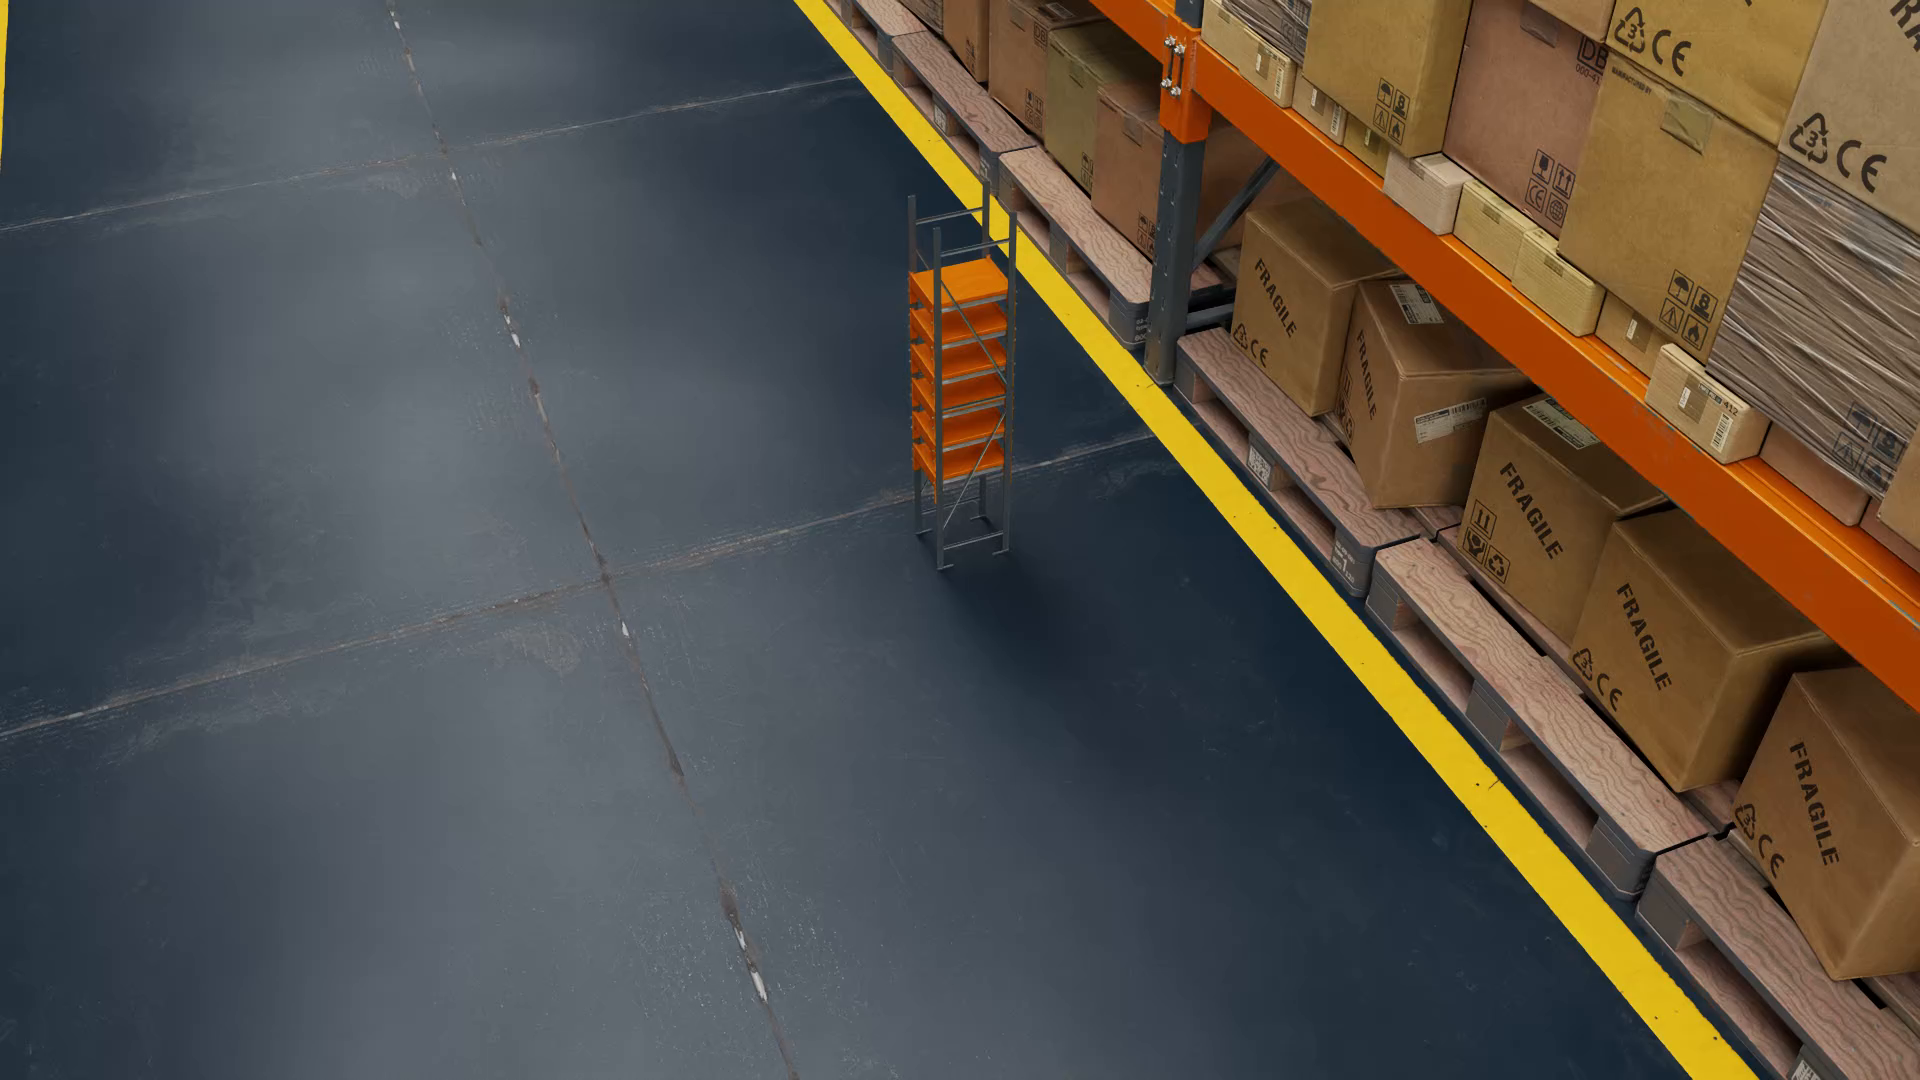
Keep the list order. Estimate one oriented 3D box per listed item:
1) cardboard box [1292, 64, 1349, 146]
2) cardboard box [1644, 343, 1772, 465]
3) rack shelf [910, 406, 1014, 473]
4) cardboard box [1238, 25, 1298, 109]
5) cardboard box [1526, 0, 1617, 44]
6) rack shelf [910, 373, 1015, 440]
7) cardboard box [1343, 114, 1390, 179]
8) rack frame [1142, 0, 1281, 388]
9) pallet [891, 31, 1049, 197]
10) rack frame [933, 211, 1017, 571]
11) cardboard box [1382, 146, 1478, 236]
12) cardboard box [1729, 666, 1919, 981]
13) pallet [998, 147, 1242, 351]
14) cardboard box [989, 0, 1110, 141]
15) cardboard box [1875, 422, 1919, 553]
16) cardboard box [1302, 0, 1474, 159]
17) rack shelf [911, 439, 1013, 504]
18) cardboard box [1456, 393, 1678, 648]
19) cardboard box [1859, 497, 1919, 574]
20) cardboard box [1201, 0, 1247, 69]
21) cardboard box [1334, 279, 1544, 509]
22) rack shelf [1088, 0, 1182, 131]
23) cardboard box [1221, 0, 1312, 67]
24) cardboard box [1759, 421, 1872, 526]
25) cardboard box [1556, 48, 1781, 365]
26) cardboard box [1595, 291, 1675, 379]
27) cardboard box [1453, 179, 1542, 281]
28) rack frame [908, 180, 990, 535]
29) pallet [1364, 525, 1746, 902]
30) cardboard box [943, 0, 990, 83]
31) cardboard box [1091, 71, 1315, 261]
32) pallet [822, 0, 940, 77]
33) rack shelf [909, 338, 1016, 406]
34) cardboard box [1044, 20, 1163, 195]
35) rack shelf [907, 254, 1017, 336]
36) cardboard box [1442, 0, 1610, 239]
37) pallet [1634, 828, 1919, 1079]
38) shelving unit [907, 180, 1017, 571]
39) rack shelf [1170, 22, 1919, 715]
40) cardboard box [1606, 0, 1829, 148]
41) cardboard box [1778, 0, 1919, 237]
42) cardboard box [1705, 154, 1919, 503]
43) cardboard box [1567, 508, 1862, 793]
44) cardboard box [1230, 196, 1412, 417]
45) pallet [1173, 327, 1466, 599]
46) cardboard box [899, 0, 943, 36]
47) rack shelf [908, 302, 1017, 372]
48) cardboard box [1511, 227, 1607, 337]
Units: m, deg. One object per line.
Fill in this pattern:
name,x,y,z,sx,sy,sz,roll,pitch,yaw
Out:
cardboard box,1.149,-1.239,4.582,0.380,0.149,0.250,-15,43,-17
cardboard box,1.700,-0.329,3.524,0.380,0.149,0.250,-15,43,-17
rack shelf,0.006,-0.322,4.956,0.258,0.103,0.180,-15,43,-17
cardboard box,1.028,-1.382,4.750,0.380,0.149,0.250,-15,43,-17
cardboard box,1.461,-1.429,3.540,0.500,0.500,0.500,-15,43,-17
rack shelf,0.006,-0.413,4.878,0.258,0.103,0.180,-15,43,-17
cardboard box,1.254,-1.090,4.410,0.380,0.149,0.250,-15,43,-17
rack frame,1.140,-1.836,5.084,1.000,3.000,0.127,-15,43,-17
pallet,0.370,-1.983,7.394,1.003,0.211,1.213,-15,43,-17
rack frame,0.041,-0.391,4.785,0.240,1.200,0.006,-15,43,-17
cardboard box,1.311,-0.929,4.223,0.380,0.149,0.250,-15,43,-17
cardboard box,2.187,0.630,3.812,0.500,0.500,0.500,-5,41,-6
pallet,0.841,-1.247,6.539,1.003,0.211,1.213,-15,43,-17
cardboard box,0.545,-2.059,6.924,0.700,0.500,0.500,-19,44,-20
cardboard box,2.183,-0.186,2.861,0.875,0.500,0.500,-15,43,-17
cardboard box,1.414,-1.390,4.261,0.875,0.500,0.500,-15,43,-17
rack shelf,0.006,-0.231,5.034,0.258,0.103,0.180,-15,43,-17
cardboard box,1.792,-0.099,4.660,0.500,0.500,0.500,-19,44,-21
cardboard box,1.994,-0.055,3.206,0.380,0.149,0.250,-15,43,-17
cardboard box,0.944,-1.536,4.928,0.380,0.149,0.250,-15,43,-17
cardboard box,1.482,-0.453,5.072,0.500,0.500,0.500,-3,41,-3
rack shelf,0.375,-2.768,6.720,1.077,0.370,4.000,-15,43,-17
cardboard box,1.255,-1.700,4.622,0.875,0.500,0.500,-15,43,-17
cardboard box,1.877,-0.200,3.375,0.380,0.149,0.250,-15,43,-17
cardboard box,1.851,-0.803,3.578,0.875,0.500,0.500,-15,43,-17
cardboard box,1.668,-0.497,3.720,0.380,0.149,0.250,-15,43,-17
cardboard box,1.445,-0.789,4.060,0.380,0.149,0.250,-15,43,-17
rack frame,-0.029,-0.501,4.913,0.240,1.200,0.006,-15,43,-17
pallet,1.900,0.353,4.677,1.003,0.211,1.213,-15,43,-17
cardboard box,0.332,-2.395,7.314,0.700,0.500,0.500,-12,42,-13
cardboard box,0.925,-1.430,6.192,0.700,0.500,0.500,-18,44,-20
pallet,-0.093,-2.717,8.248,1.003,0.211,1.213,-15,43,-17
rack shelf,0.006,-0.504,4.799,0.258,0.103,0.180,-15,43,-17
cardboard box,0.760,-1.722,6.532,0.700,0.500,0.500,-15,43,-17
rack shelf,0.006,-0.685,4.643,0.258,0.103,0.180,-15,43,-17
cardboard box,1.698,-1.114,3.940,0.875,0.500,0.500,-15,43,-17
pallet,2.363,1.087,3.824,1.003,0.211,1.213,-15,43,-17
shelving unit,0.006,-0.446,4.849,0.258,1.200,0.189,-15,43,-17
rack shelf,1.905,-0.358,3.918,1.077,0.370,4.000,-15,43,-17
cardboard box,1.662,-1.131,3.193,0.500,0.500,0.500,-15,43,-17
cardboard box,1.846,-0.827,2.840,0.500,0.500,0.500,-15,43,-17
cardboard box,2.032,-0.498,3.224,0.875,0.500,0.500,-15,43,-17
cardboard box,1.965,0.248,4.256,0.500,0.500,0.500,-11,42,-13
cardboard box,1.256,-0.796,5.471,0.500,0.500,0.500,-16,43,-18
pallet,1.430,-0.383,5.533,1.003,0.211,1.213,-15,43,-17
cardboard box,0.108,-2.735,7.710,0.700,0.500,0.500,-19,44,-20
rack shelf,0.006,-0.594,4.721,0.258,0.103,0.180,-15,43,-17
cardboard box,1.531,-0.636,3.882,0.380,0.149,0.250,-15,43,-17
